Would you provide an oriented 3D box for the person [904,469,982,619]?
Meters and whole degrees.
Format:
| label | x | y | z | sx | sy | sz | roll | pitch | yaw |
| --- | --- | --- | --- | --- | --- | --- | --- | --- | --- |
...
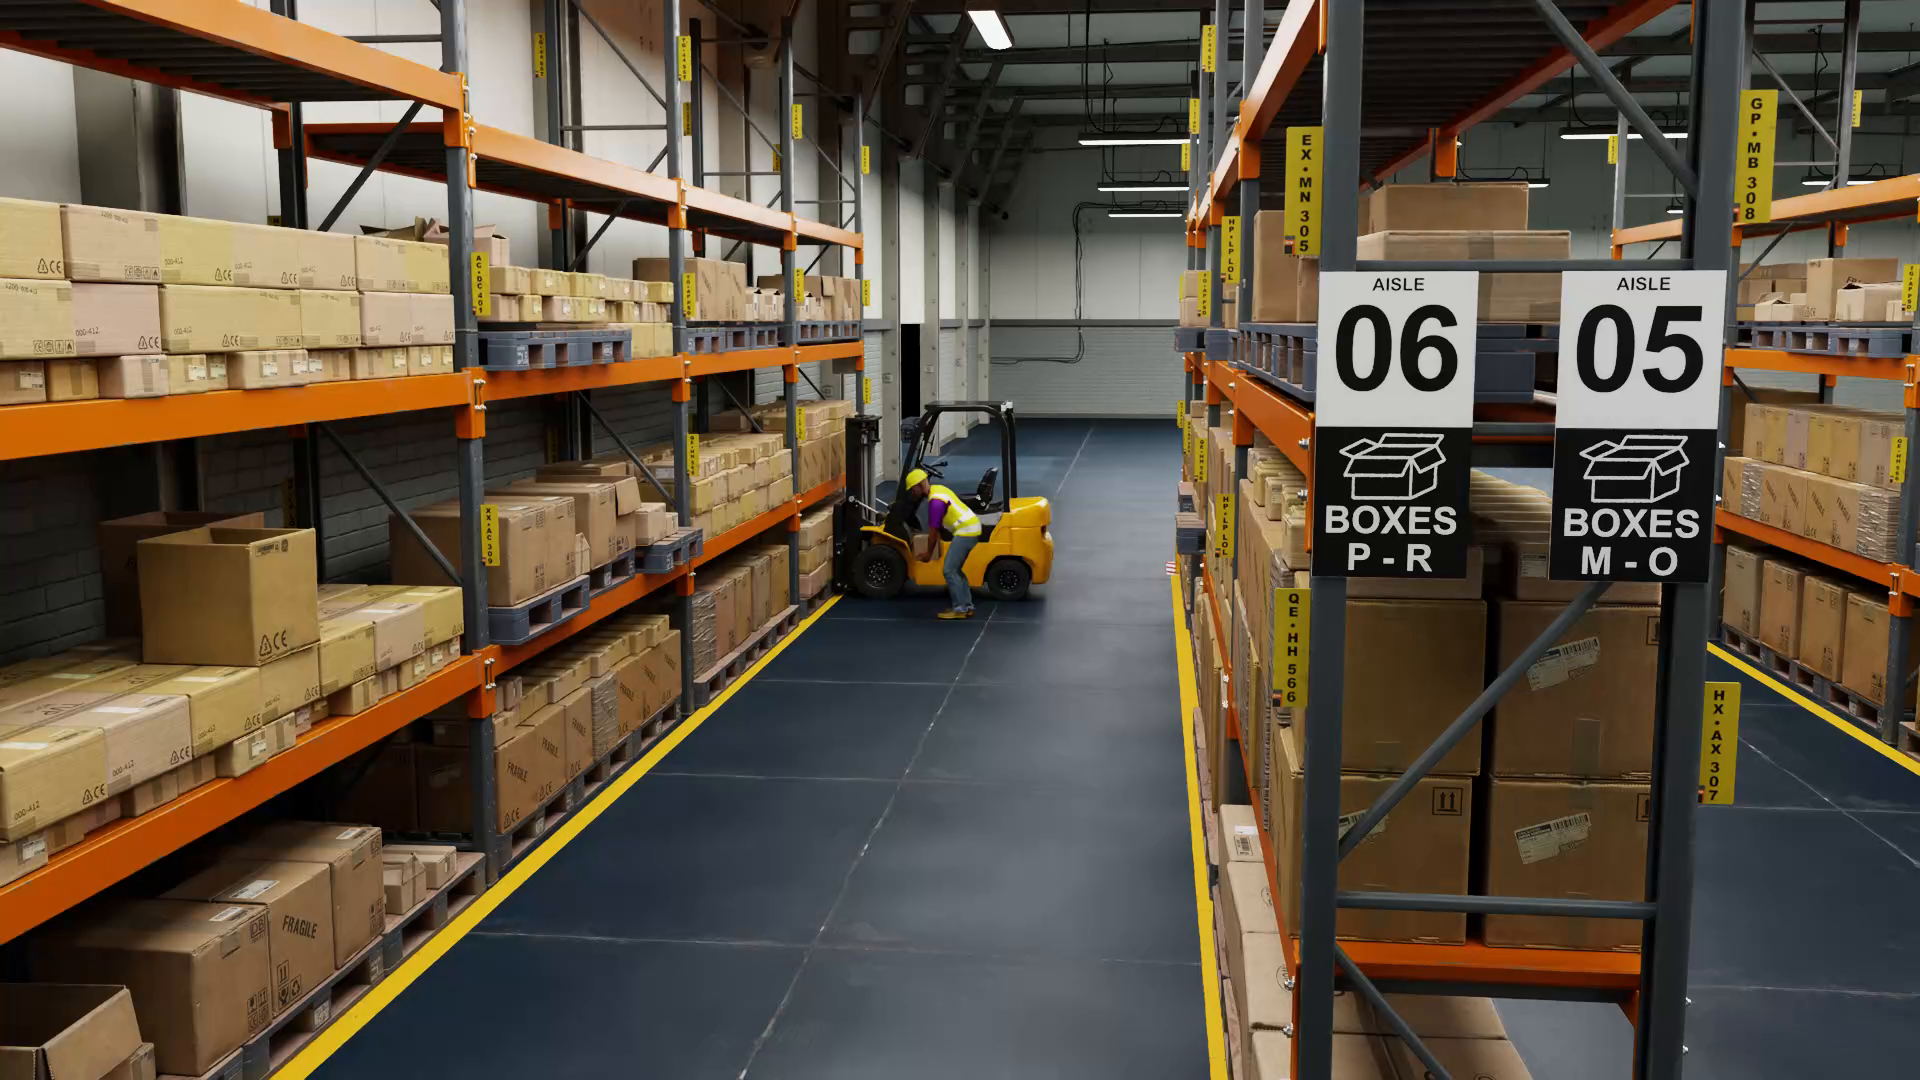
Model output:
| label | x | y | z | sx | sy | sz | roll | pitch | yaw |
| --- | --- | --- | --- | --- | --- | --- | --- | --- | --- |
| person | -0.174 | 0.039 | 17.239 | 0.800 | 1.545 | 0.487 | 1 | 8 | 5 |
